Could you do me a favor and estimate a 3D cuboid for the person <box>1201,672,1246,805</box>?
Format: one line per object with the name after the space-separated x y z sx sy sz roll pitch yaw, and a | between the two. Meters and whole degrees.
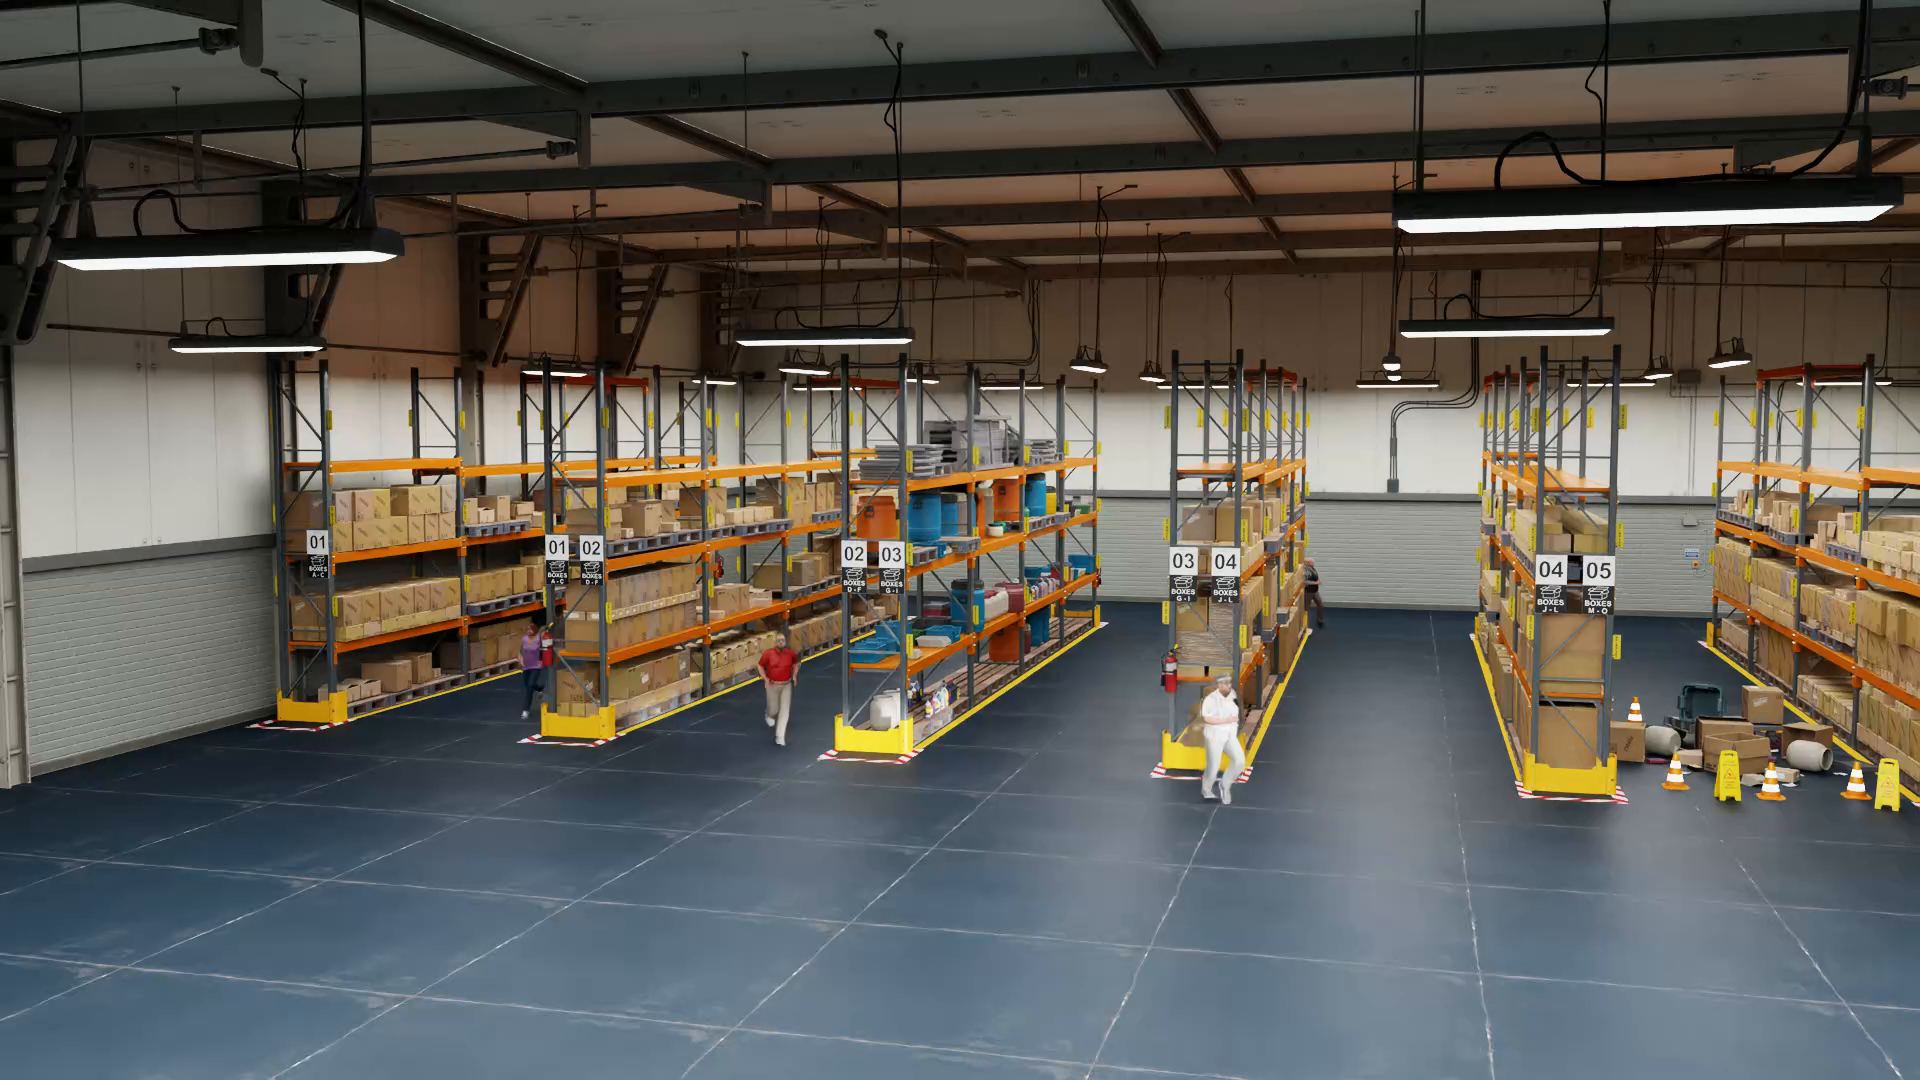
3.412 2.567 21.622 0.695 1.766 0.825 -2 5 -29 | person

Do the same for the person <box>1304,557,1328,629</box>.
8.393 1.288 40.047 0.784 1.759 0.661 3 5 38 | person

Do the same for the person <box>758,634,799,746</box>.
-2.817 2.306 25.945 0.665 1.709 0.945 -1 4 -16 | person

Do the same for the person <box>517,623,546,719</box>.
-7.278 2.198 28.326 0.516 1.584 0.983 1 4 15 | person
